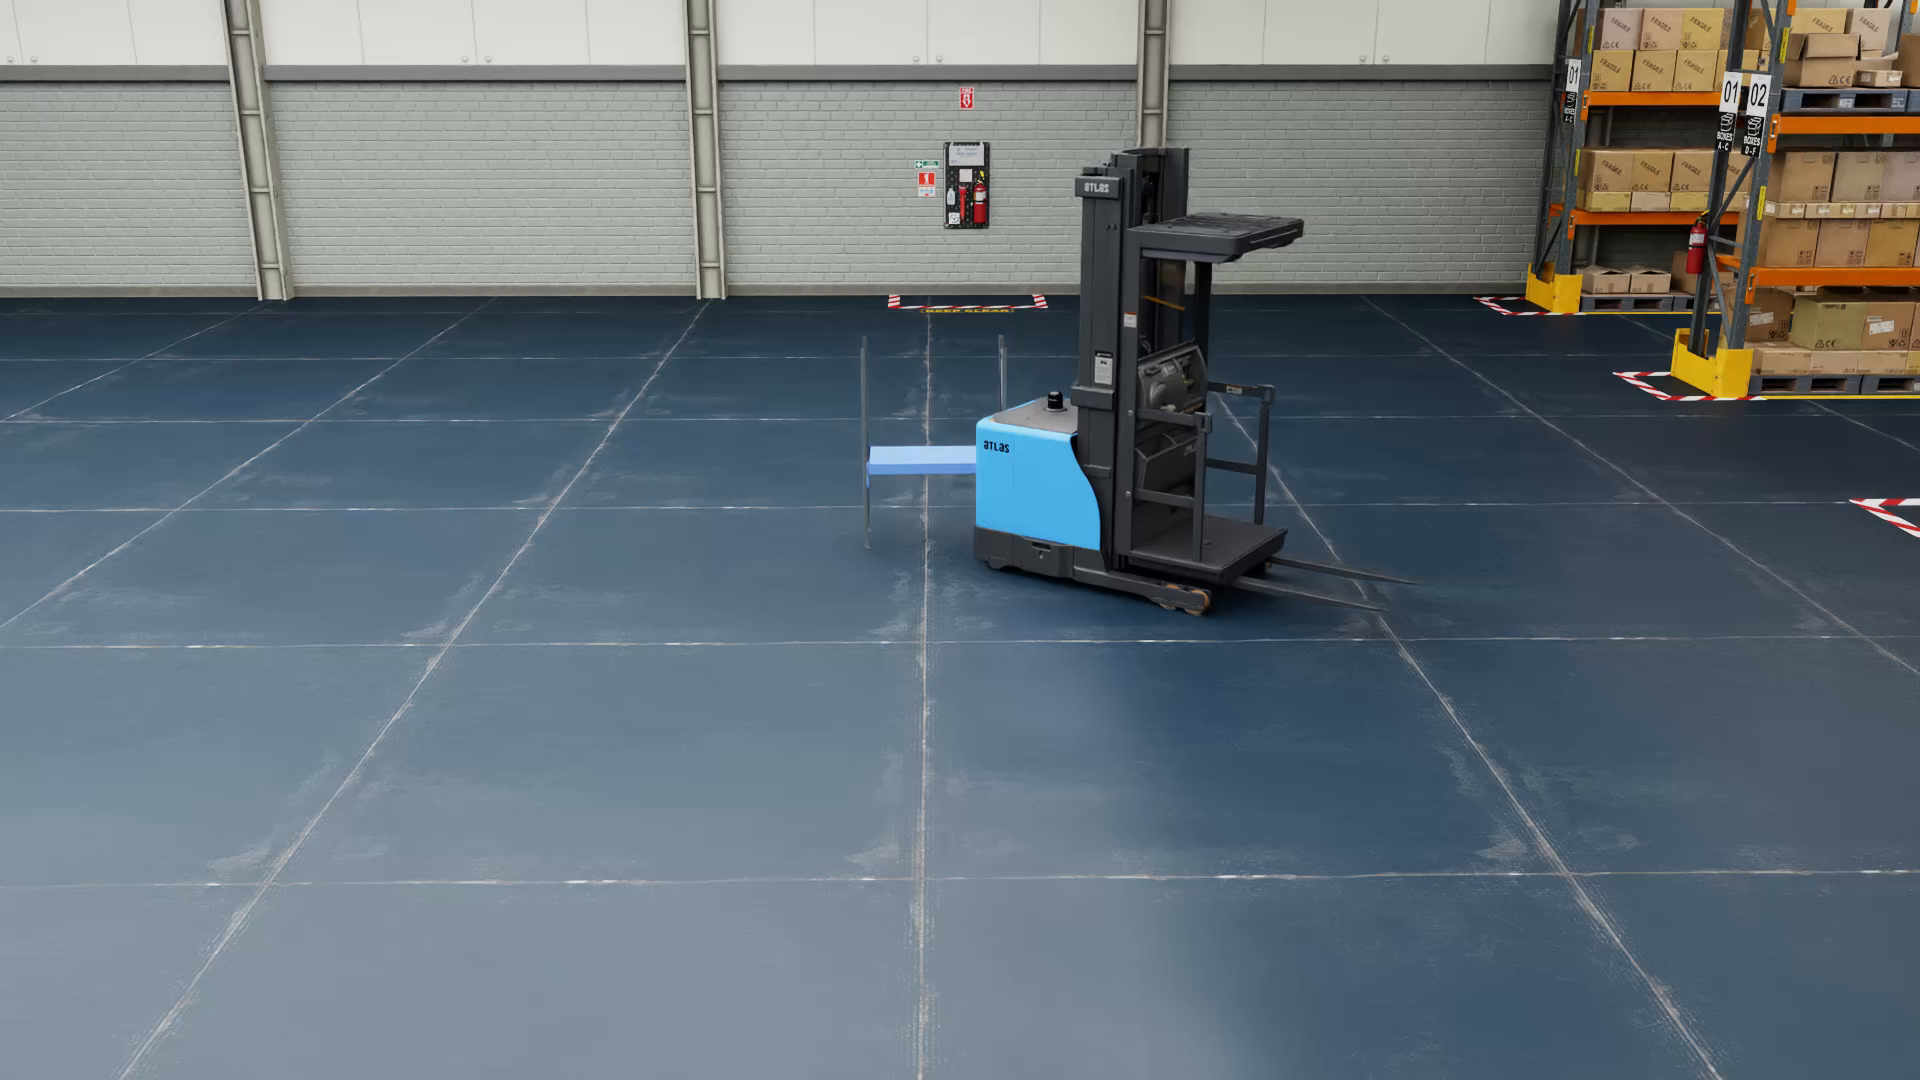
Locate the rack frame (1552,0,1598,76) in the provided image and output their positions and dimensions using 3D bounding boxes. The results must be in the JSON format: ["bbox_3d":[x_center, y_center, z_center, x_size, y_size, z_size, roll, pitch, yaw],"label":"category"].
[{"bbox_3d":[7.884,-7.440,21.009,0.127,3.000,1.000,0,18,-1],"label":"rack frame"}]

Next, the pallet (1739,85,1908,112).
[{"bbox_3d":[8.673,-4.452,16.751,1.213,0.211,1.003,0,18,-1],"label":"pallet"}]

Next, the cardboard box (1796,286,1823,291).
[{"bbox_3d":[11.349,-3.452,22.315,0.250,0.166,0.380,-3,18,-8],"label":"cardboard box"}]

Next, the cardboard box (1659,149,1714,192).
[{"bbox_3d":[9.377,-4.789,21.552,0.500,0.500,0.500,-1,18,-3],"label":"cardboard box"}]

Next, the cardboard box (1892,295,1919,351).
[{"bbox_3d":[10.005,-2.260,17.267,0.500,0.500,0.500,0,18,-1],"label":"cardboard box"}]

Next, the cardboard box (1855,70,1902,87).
[{"bbox_3d":[9.145,-4.598,16.554,0.250,0.149,0.380,0,18,-1],"label":"cardboard box"}]

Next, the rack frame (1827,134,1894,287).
[{"bbox_3d":[11.883,-4.603,21.986,0.127,3.000,1.000,0,18,-1],"label":"rack frame"}]

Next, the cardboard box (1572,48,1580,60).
[{"bbox_3d":[8.297,-6.148,21.696,0.500,0.500,0.500,1,18,3],"label":"cardboard box"}]

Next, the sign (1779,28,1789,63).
[{"bbox_3d":[7.968,-4.783,16.077,0.005,0.325,0.100,0,18,-1],"label":"sign"}]

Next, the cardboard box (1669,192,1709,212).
[{"bbox_3d":[9.405,-4.435,21.674,0.500,0.250,0.500,-1,18,-2],"label":"cardboard box"}]

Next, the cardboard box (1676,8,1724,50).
[{"bbox_3d":[9.287,-6.466,21.049,0.500,0.500,0.500,0,18,1],"label":"cardboard box"}]

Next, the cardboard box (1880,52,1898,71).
[{"bbox_3d":[9.669,-4.812,16.956,0.500,0.311,0.500,2,18,6],"label":"cardboard box"}]

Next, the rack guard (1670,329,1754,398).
[{"bbox_3d":[7.942,-1.880,17.591,0.348,0.500,1.175,0,18,-1],"label":"rack guard"}]

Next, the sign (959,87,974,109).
[{"bbox_3d":[0.090,-5.956,22.409,0.199,0.298,0.001,0,18,-1],"label":"sign"}]

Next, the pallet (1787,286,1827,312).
[{"bbox_3d":[11.212,-3.261,22.368,1.213,0.211,1.003,0,18,-1],"label":"pallet"}]

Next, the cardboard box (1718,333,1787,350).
[{"bbox_3d":[8.497,-2.054,17.855,0.500,0.250,0.500,0,18,-1],"label":"cardboard box"}]

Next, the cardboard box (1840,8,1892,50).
[{"bbox_3d":[11.387,-6.479,21.091,0.500,0.500,0.500,-2,18,-6],"label":"cardboard box"}]

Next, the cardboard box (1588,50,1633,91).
[{"bbox_3d":[8.222,-5.994,21.216,0.500,0.500,0.500,0,18,1],"label":"cardboard box"}]

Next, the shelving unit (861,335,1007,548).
[{"bbox_3d":[-0.194,-0.733,12.377,1.048,1.500,0.538,-1,18,-2],"label":"shelving unit"}]

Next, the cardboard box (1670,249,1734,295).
[{"bbox_3d":[9.881,-3.570,22.137,0.500,0.500,0.700,-1,18,-4],"label":"cardboard box"}]

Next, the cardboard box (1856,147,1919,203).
[{"bbox_3d":[9.515,-3.742,17.013,0.500,0.500,0.700,0,18,-1],"label":"cardboard box"}]

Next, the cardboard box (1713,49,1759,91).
[{"bbox_3d":[9.814,-5.999,21.230,0.500,0.500,0.500,1,18,3],"label":"cardboard box"}]

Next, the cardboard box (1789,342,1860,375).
[{"bbox_3d":[9.005,-1.900,17.372,0.500,0.250,0.500,0,18,-1],"label":"cardboard box"}]

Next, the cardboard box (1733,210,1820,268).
[{"bbox_3d":[8.433,-3.117,17.189,0.500,0.500,0.700,0,18,-1],"label":"cardboard box"}]

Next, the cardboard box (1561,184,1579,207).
[{"bbox_3d":[8.348,-4.583,22.137,0.500,0.250,0.500,0,18,0],"label":"cardboard box"}]

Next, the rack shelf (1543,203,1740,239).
[{"bbox_3d":[9.884,-4.251,22.066,4.000,0.370,1.077,0,18,-1],"label":"rack shelf"}]

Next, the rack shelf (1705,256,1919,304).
[{"bbox_3d":[9.965,-2.738,17.349,4.000,0.370,1.077,0,18,-1],"label":"rack shelf"}]

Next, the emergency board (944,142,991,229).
[{"bbox_3d":[0.099,-4.822,22.669,0.643,1.169,0.194,0,18,-1],"label":"emergency board"}]

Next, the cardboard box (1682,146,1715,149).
[{"bbox_3d":[9.876,-4.952,22.058,0.500,0.500,0.500,0,18,0],"label":"cardboard box"}]

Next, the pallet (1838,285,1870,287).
[{"bbox_3d":[12.662,-3.279,22.425,1.213,0.211,1.003,0,18,-1],"label":"pallet"}]

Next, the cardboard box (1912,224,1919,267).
[{"bbox_3d":[9.981,-3.125,17.215,0.500,0.500,0.700,0,18,1],"label":"cardboard box"}]

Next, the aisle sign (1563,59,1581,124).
[{"bbox_3d":[7.817,-5.730,21.242,0.004,0.787,0.394,0,18,-1],"label":"aisle sign"}]

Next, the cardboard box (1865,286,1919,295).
[{"bbox_3d":[9.997,-2.423,17.777,0.500,0.500,0.500,0,18,-1],"label":"cardboard box"}]

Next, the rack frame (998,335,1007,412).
[{"bbox_3d":[0.314,-0.738,12.392,0.032,1.500,0.500,-1,18,-2],"label":"rack frame"}]

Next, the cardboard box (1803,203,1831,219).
[{"bbox_3d":[8.625,-3.365,16.902,0.250,0.149,0.380,-1,18,-2],"label":"cardboard box"}]

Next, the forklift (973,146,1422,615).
[{"bbox_3d":[1.607,-1.083,11.125,3.031,2.935,1.130,11,21,32],"label":"forklift"}]

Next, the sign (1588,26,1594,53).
[{"bbox_3d":[7.892,-6.262,20.817,0.005,0.325,0.100,0,18,-1],"label":"sign"}]

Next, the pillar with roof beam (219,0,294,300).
[{"bbox_3d":[-9.360,-6.306,17.474,0.400,9.000,9.100,0,18,-1],"label":"pillar with roof beam"}]

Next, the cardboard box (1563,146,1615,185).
[{"bbox_3d":[8.352,-4.946,22.040,0.500,0.500,0.500,0,18,-1],"label":"cardboard box"}]

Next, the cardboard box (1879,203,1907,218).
[{"bbox_3d":[9.394,-3.369,16.913,0.250,0.149,0.380,-1,18,-3],"label":"cardboard box"}]
